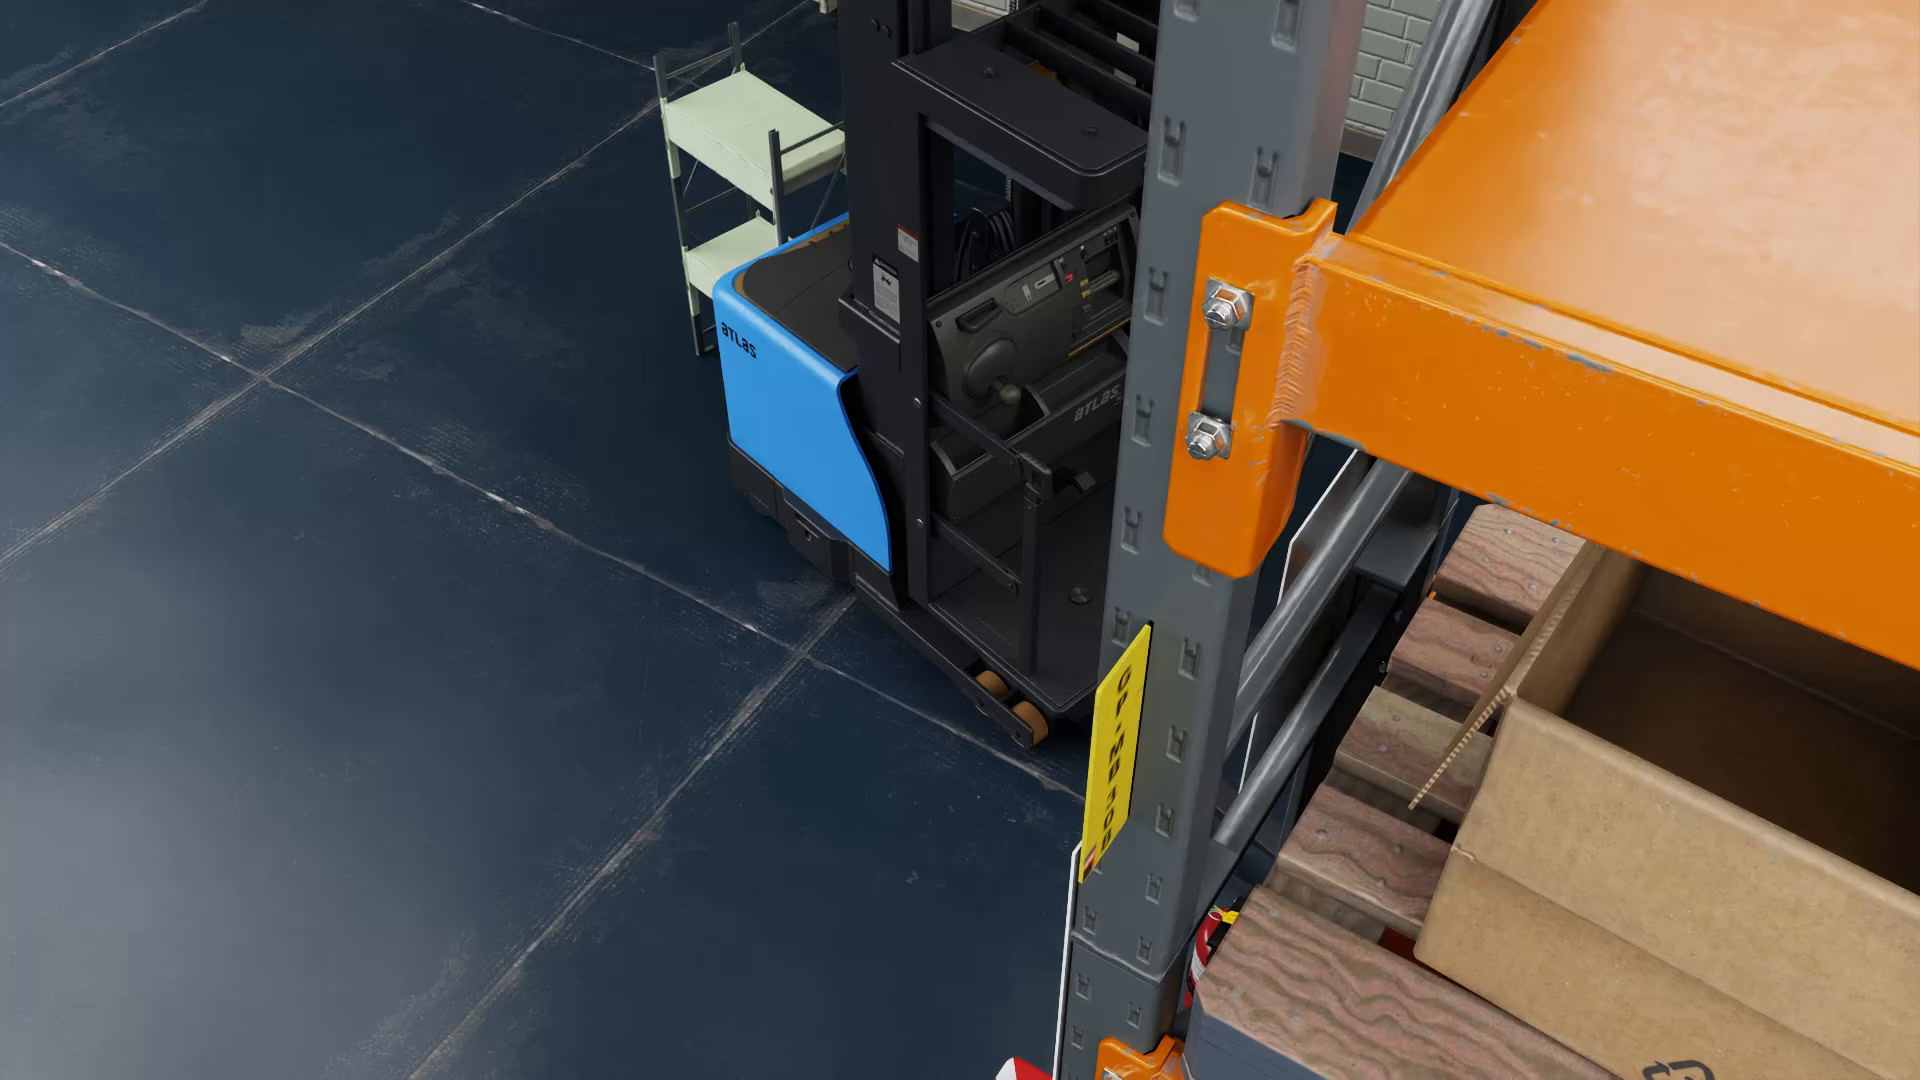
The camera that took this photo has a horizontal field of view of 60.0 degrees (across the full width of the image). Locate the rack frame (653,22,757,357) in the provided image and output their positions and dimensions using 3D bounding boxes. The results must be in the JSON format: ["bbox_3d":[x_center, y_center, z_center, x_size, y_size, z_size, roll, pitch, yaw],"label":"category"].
[{"bbox_3d":[-1.045,-1.458,7.121,0.400,1.500,0.023,-33,54,-28],"label":"rack frame"}]

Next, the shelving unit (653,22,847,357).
[{"bbox_3d":[-0.799,-1.264,6.933,0.431,1.500,0.755,-33,54,-28],"label":"shelving unit"}]

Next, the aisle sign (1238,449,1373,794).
[{"bbox_3d":[0.563,0.160,2.691,0.004,0.787,0.394,25,51,22],"label":"aisle sign"}]

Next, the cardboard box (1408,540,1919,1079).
[{"bbox_3d":[0.941,0.217,1.894,0.637,0.503,0.797,28,52,25],"label":"cardboard box"}]

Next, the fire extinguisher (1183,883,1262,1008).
[{"bbox_3d":[0.611,0.969,3.771,0.183,0.674,0.296,25,51,22],"label":"fire extinguisher"}]

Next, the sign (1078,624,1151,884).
[{"bbox_3d":[0.155,0.224,1.685,0.005,0.325,0.100,25,51,22],"label":"sign"}]

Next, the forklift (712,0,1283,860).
[{"bbox_3d":[0.419,-0.691,5.378,1.130,2.935,3.031,-33,54,-28],"label":"forklift"}]

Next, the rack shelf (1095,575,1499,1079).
[{"bbox_3d":[2.143,1.248,1.856,4.000,0.370,1.077,25,51,22],"label":"rack shelf"}]

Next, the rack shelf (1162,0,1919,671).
[{"bbox_3d":[2.143,0.342,0.923,4.000,0.370,1.077,25,51,22],"label":"rack shelf"}]

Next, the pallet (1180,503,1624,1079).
[{"bbox_3d":[1.041,0.543,2.101,1.213,0.211,1.003,25,51,22],"label":"pallet"}]

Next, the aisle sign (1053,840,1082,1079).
[{"bbox_3d":[0.239,0.522,2.339,0.004,0.787,0.394,25,51,22],"label":"aisle sign"}]

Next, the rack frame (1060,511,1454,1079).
[{"bbox_3d":[0.460,1.268,3.426,0.127,3.000,1.000,25,51,22],"label":"rack frame"}]

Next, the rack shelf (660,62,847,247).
[{"bbox_3d":[-0.799,-1.536,6.653,0.431,0.370,0.720,-33,54,-28],"label":"rack shelf"}]

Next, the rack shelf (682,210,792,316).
[{"bbox_3d":[-0.799,-1.037,7.167,0.431,0.370,0.720,-33,54,-28],"label":"rack shelf"}]

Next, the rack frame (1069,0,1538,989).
[{"bbox_3d":[0.460,-0.822,1.274,0.127,3.000,1.000,25,51,22],"label":"rack frame"}]

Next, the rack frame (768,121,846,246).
[{"bbox_3d":[-0.552,-1.071,6.744,0.400,1.500,0.023,-33,54,-28],"label":"rack frame"}]
